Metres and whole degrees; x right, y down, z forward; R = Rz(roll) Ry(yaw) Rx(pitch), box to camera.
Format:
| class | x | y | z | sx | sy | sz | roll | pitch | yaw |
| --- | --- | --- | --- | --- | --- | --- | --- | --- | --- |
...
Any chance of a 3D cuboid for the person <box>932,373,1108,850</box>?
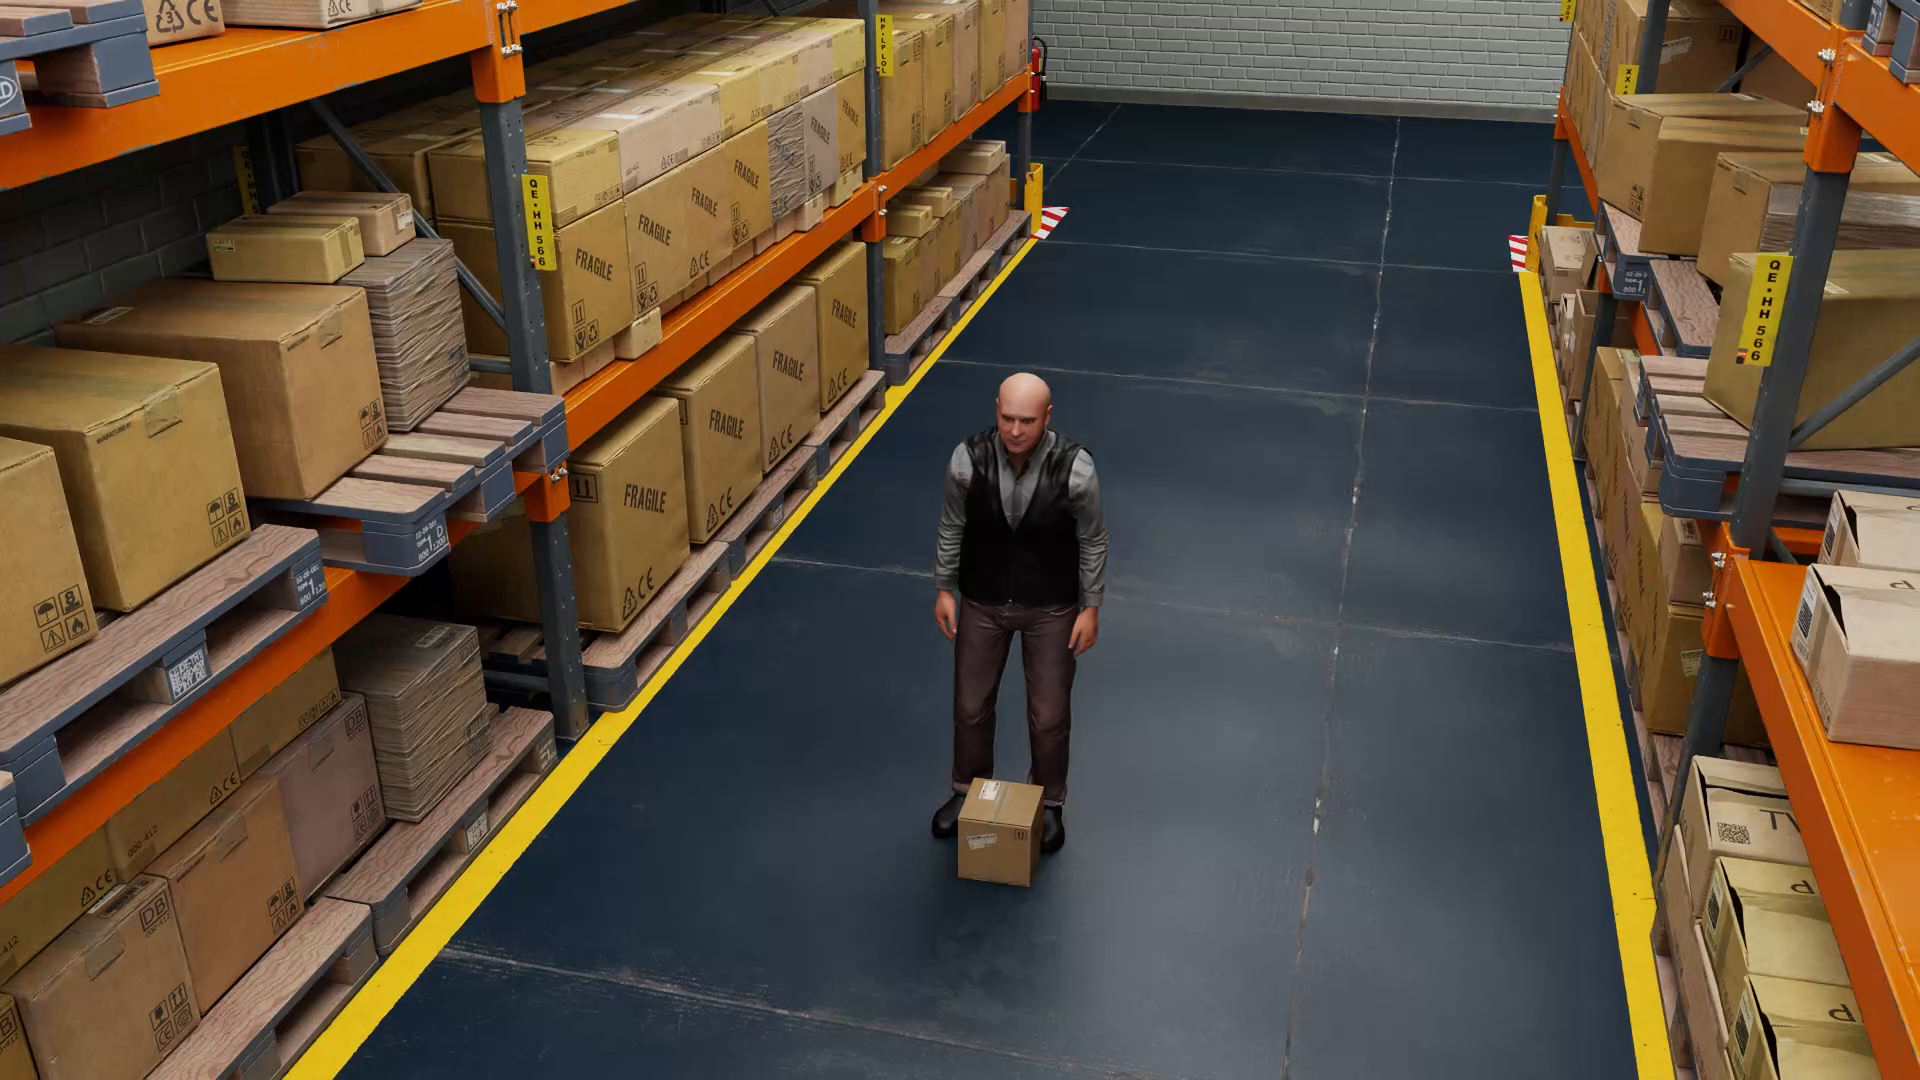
| class | x | y | z | sx | sy | sz | roll | pitch | yaw |
| --- | --- | --- | --- | --- | --- | --- | --- | --- | --- |
| person | 0.203 | 0.223 | 5.661 | 0.582 | 1.721 | 0.412 | 6 | 26 | 13 |
